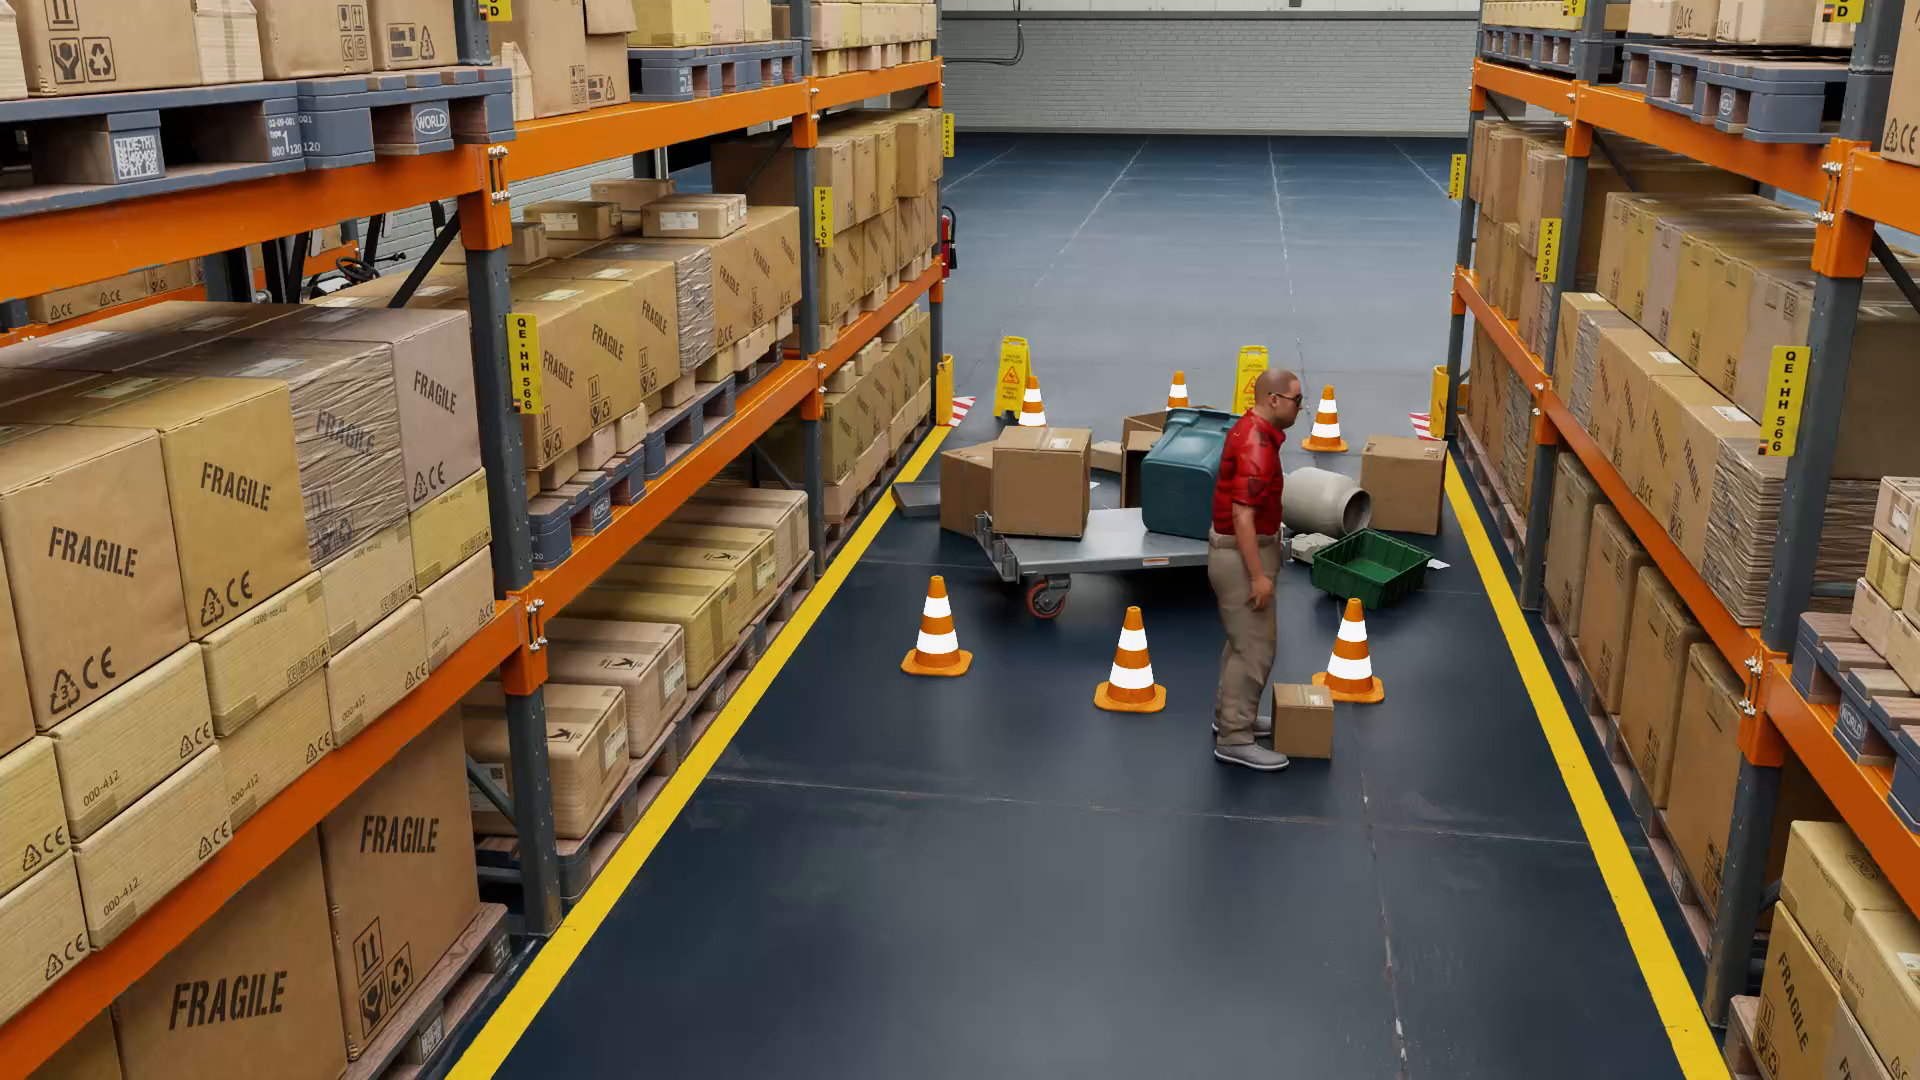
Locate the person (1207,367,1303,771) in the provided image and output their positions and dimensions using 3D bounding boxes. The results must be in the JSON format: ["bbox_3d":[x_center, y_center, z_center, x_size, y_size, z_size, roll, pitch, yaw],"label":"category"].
[{"bbox_3d":[1.282,0.100,7.262,0.395,1.727,0.587,3,18,9],"label":"person"}]
